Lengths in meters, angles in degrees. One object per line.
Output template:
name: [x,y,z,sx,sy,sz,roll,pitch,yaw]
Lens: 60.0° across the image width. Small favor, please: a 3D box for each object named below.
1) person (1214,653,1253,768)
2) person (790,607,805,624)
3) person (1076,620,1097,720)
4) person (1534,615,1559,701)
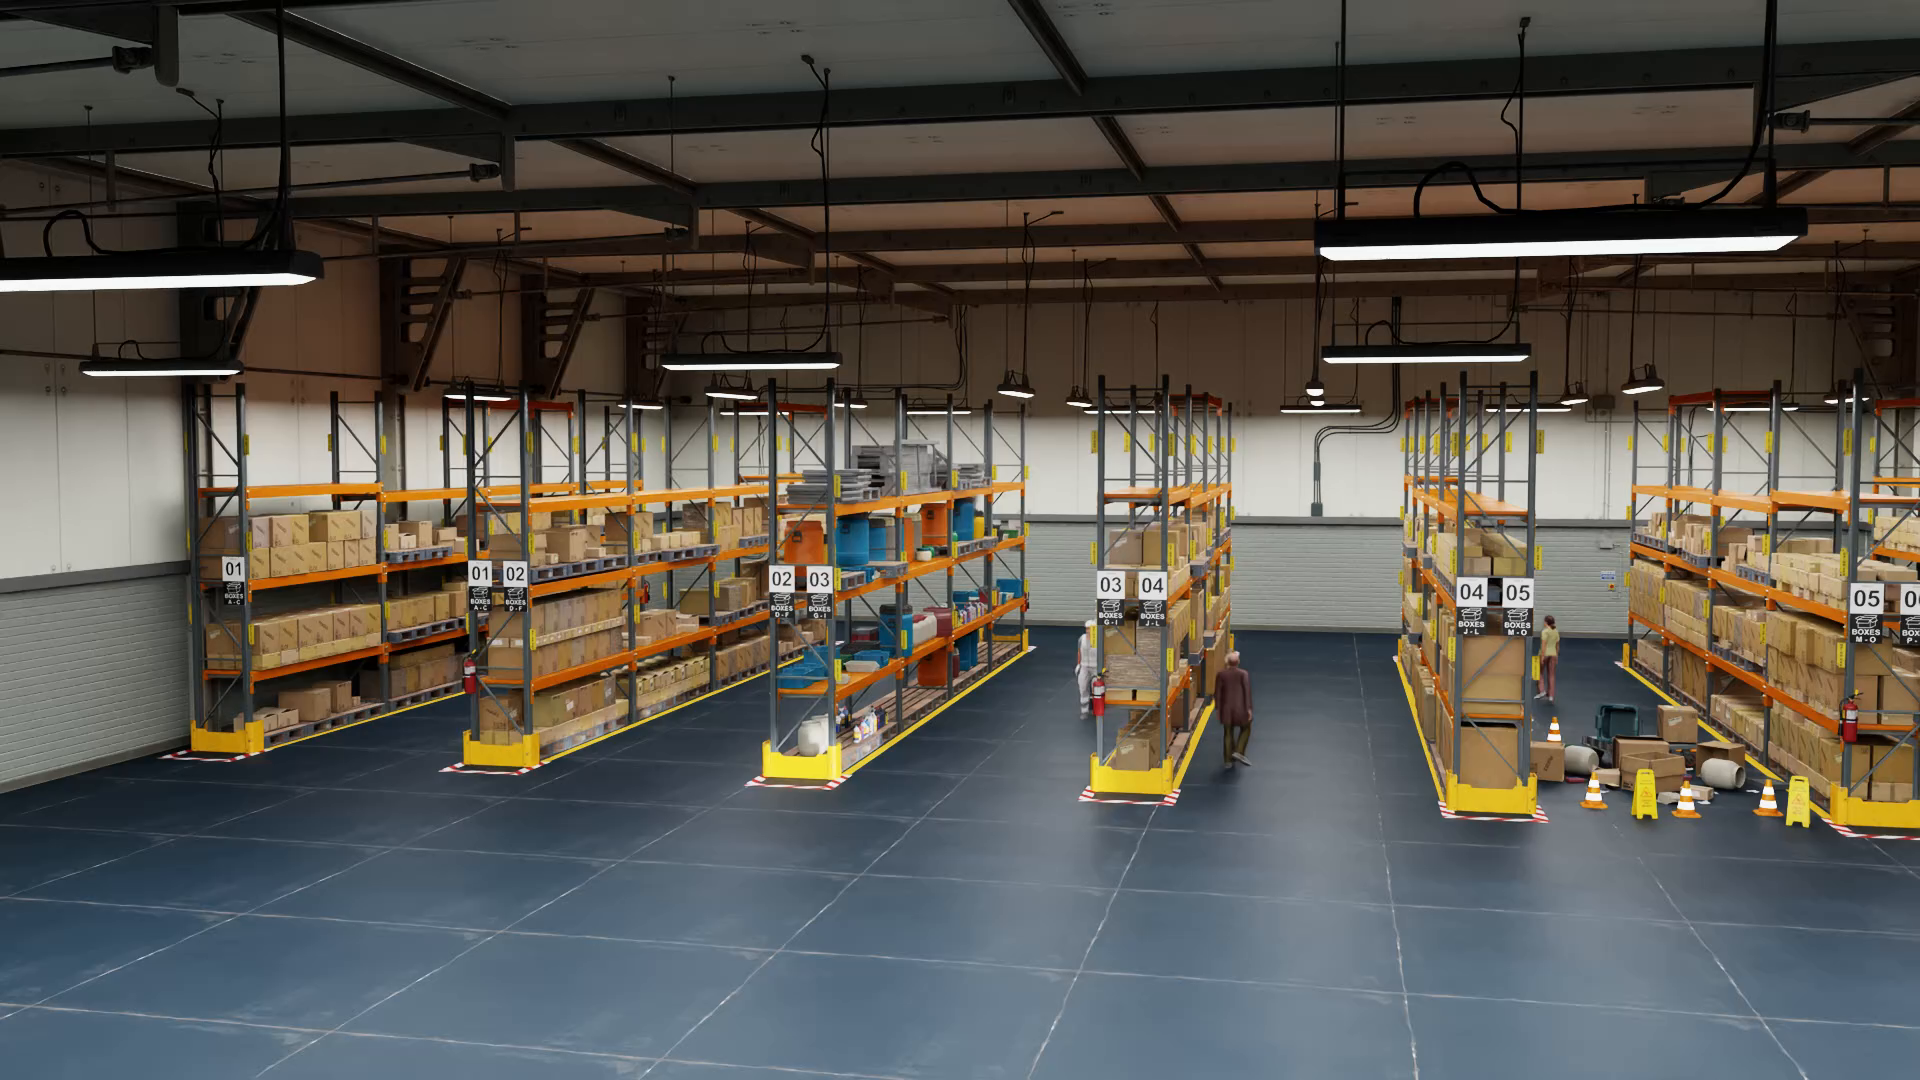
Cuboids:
person: [4.242,2.629,25.744,0.618,1.764,0.551,2,4,26]
person: [-4.350,1.641,44.173,0.454,1.643,0.814,-2,4,-37]
person: [2.393,2.376,30.533,0.623,1.825,0.596,2,4,26]
person: [11.518,2.317,32.486,0.444,1.682,0.539,0,3,0]
